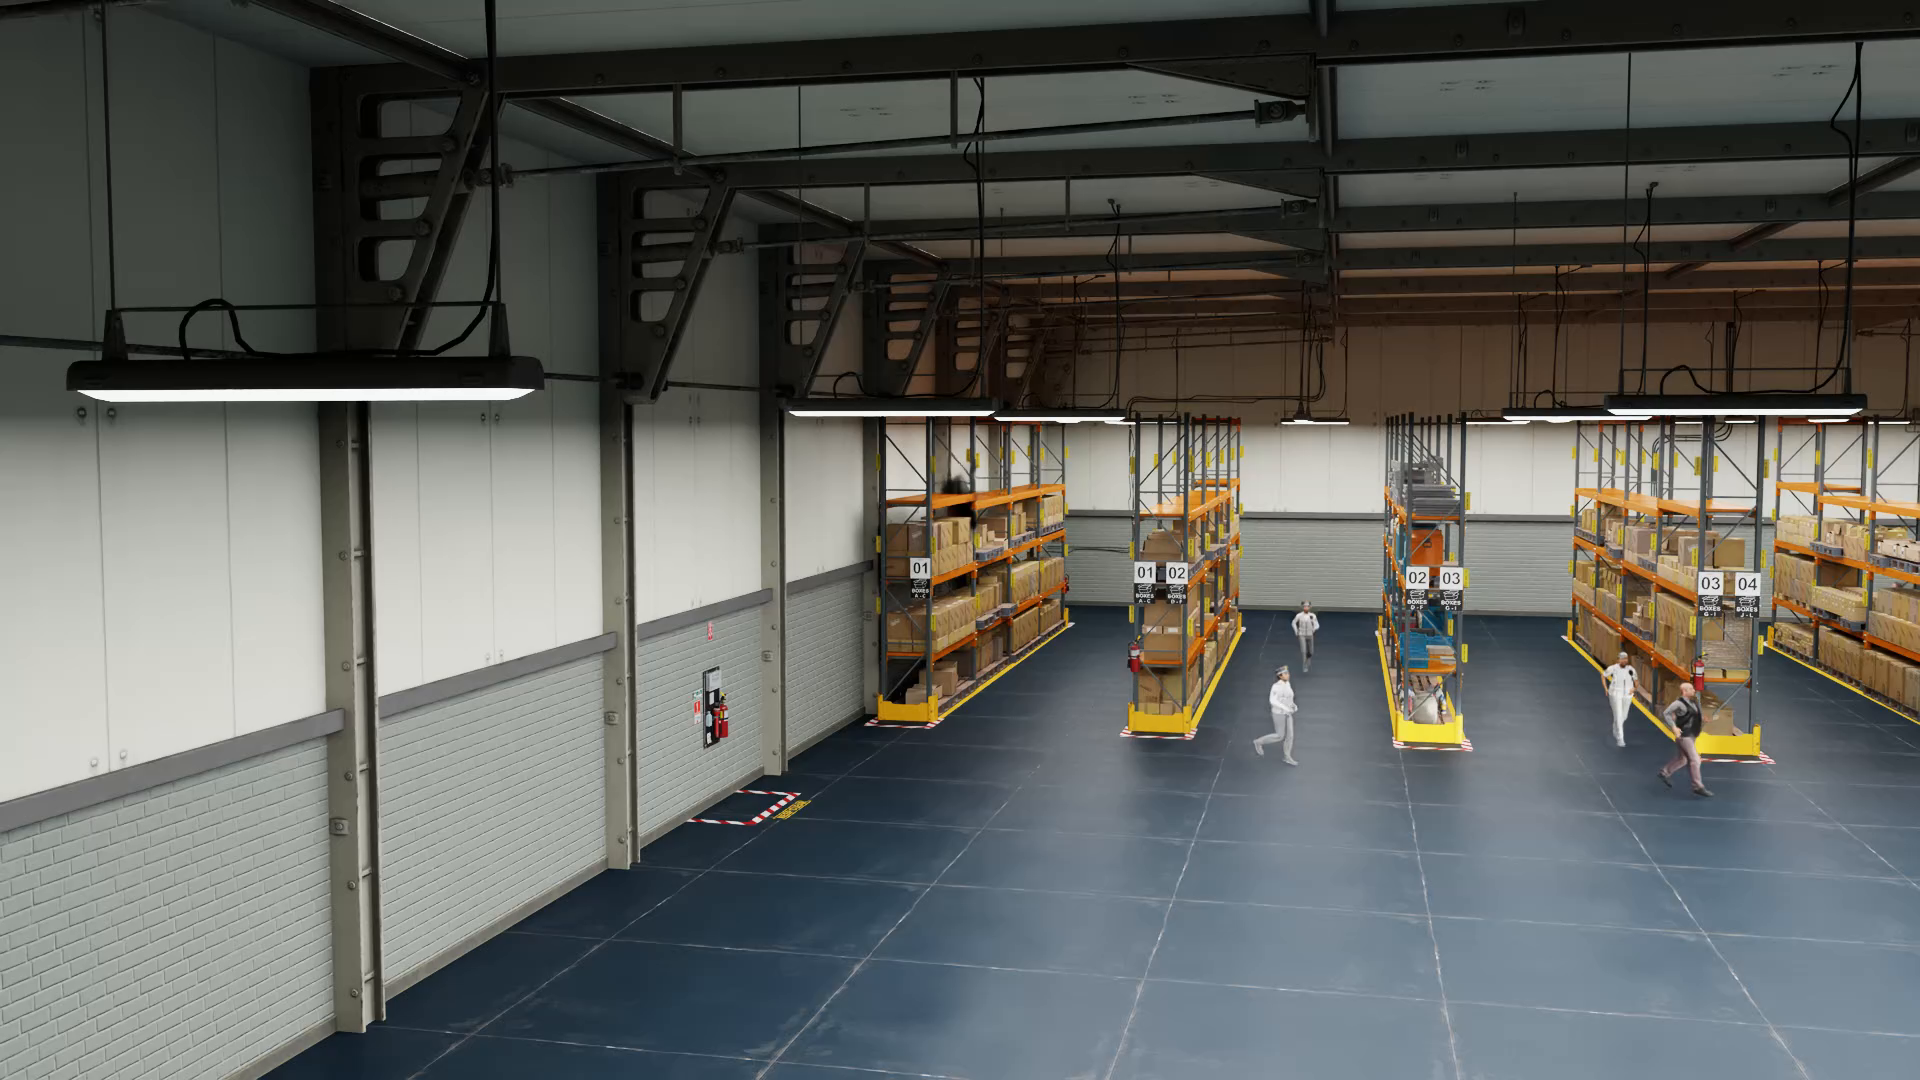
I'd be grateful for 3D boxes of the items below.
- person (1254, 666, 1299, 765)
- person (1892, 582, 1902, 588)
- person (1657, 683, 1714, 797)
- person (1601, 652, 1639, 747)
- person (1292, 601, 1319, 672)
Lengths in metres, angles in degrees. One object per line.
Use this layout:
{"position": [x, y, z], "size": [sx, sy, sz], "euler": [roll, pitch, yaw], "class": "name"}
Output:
{"position": [5.460, 2.974, 28.450], "size": [0.781, 1.695, 0.624], "euler": [3, 5, 40], "class": "person"}
{"position": [24.905, 1.935, 44.156], "size": [0.637, 1.636, 0.586], "euler": [1, 4, 18], "class": "person"}
{"position": [11.325, 3.078, 25.914], "size": [0.659, 1.708, 0.943], "euler": [-4, 5, -42], "class": "person"}
{"position": [12.003, 2.870, 30.222], "size": [0.622, 1.694, 0.865], "euler": [0, 4, 2], "class": "person"}
{"position": [8.120, 2.250, 39.079], "size": [0.625, 1.655, 0.748], "euler": [0, 4, 5], "class": "person"}
